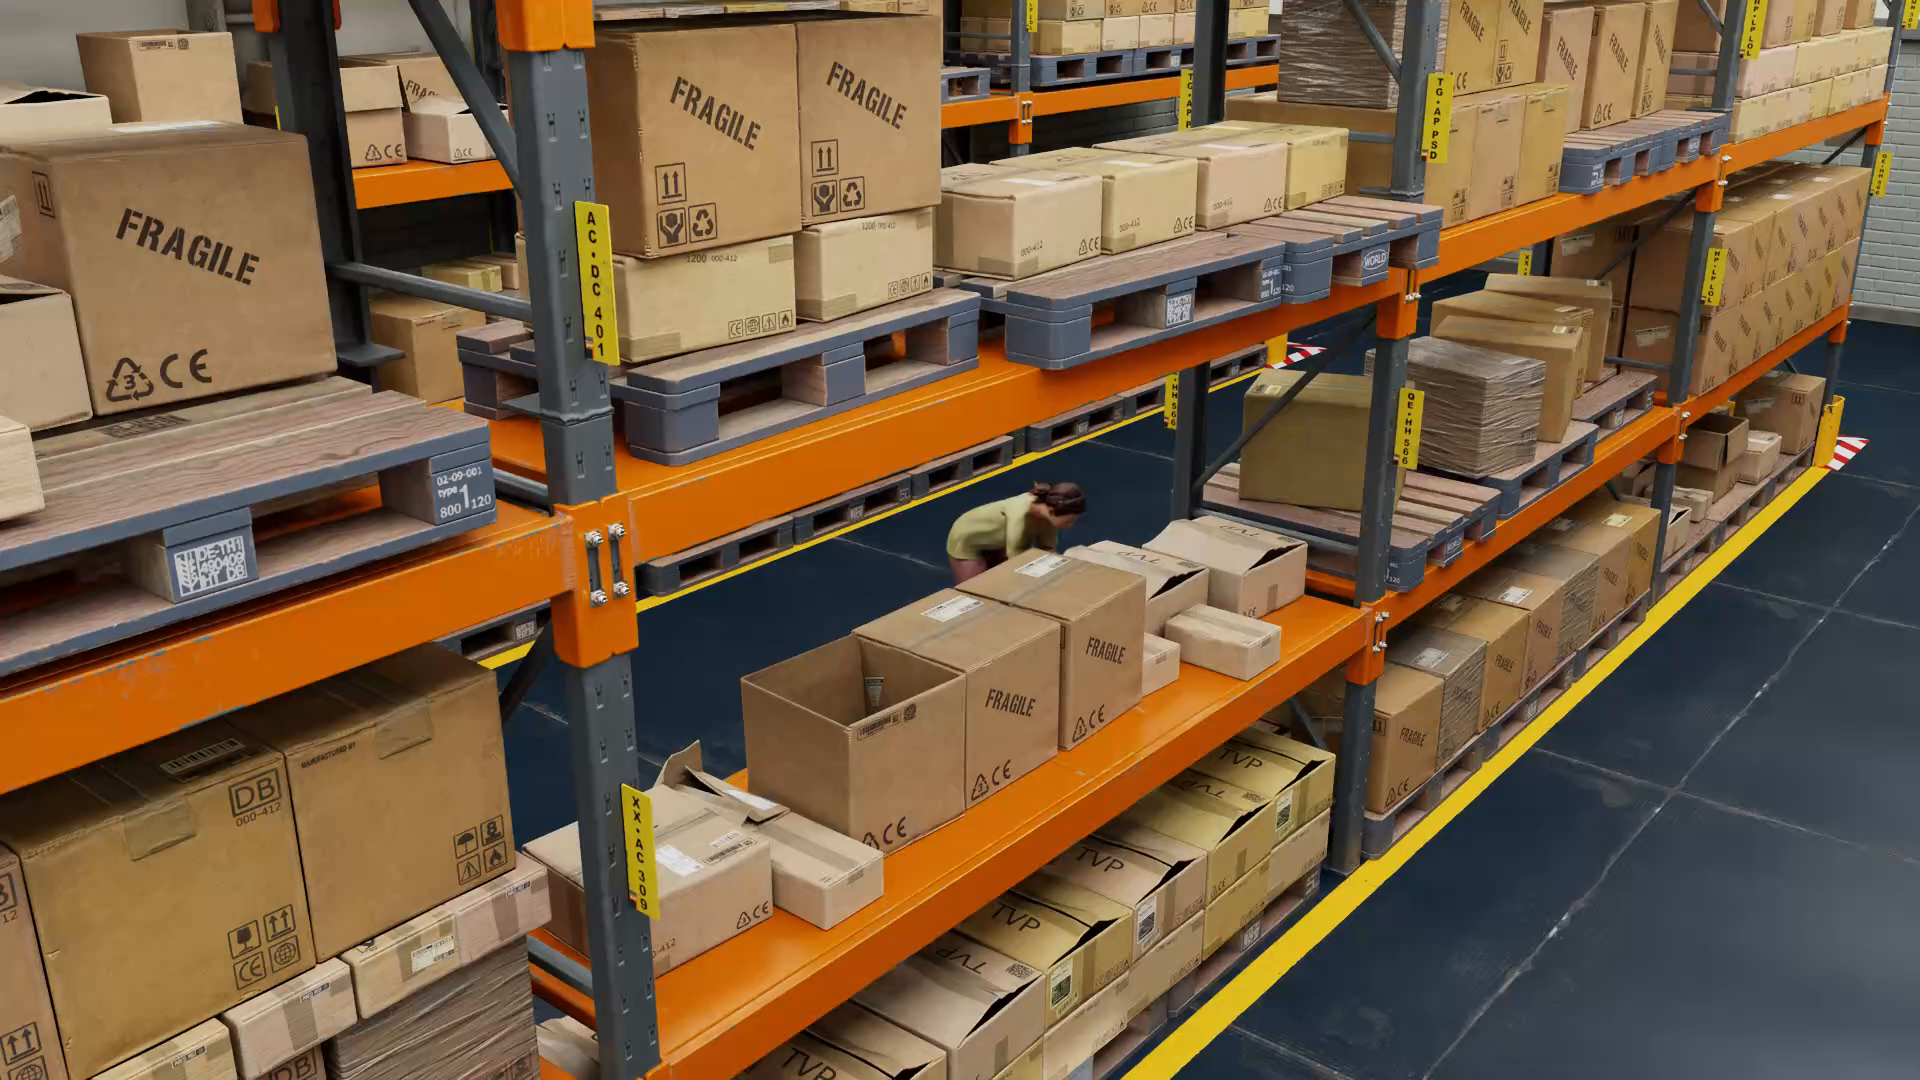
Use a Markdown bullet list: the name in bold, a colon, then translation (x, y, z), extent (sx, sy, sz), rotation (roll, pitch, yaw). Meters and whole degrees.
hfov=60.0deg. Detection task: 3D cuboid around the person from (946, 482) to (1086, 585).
- **person**: translation (0.301, 0.264, 8.898), extent (0.806, 1.309, 0.425), rotation (15, 25, 35)
